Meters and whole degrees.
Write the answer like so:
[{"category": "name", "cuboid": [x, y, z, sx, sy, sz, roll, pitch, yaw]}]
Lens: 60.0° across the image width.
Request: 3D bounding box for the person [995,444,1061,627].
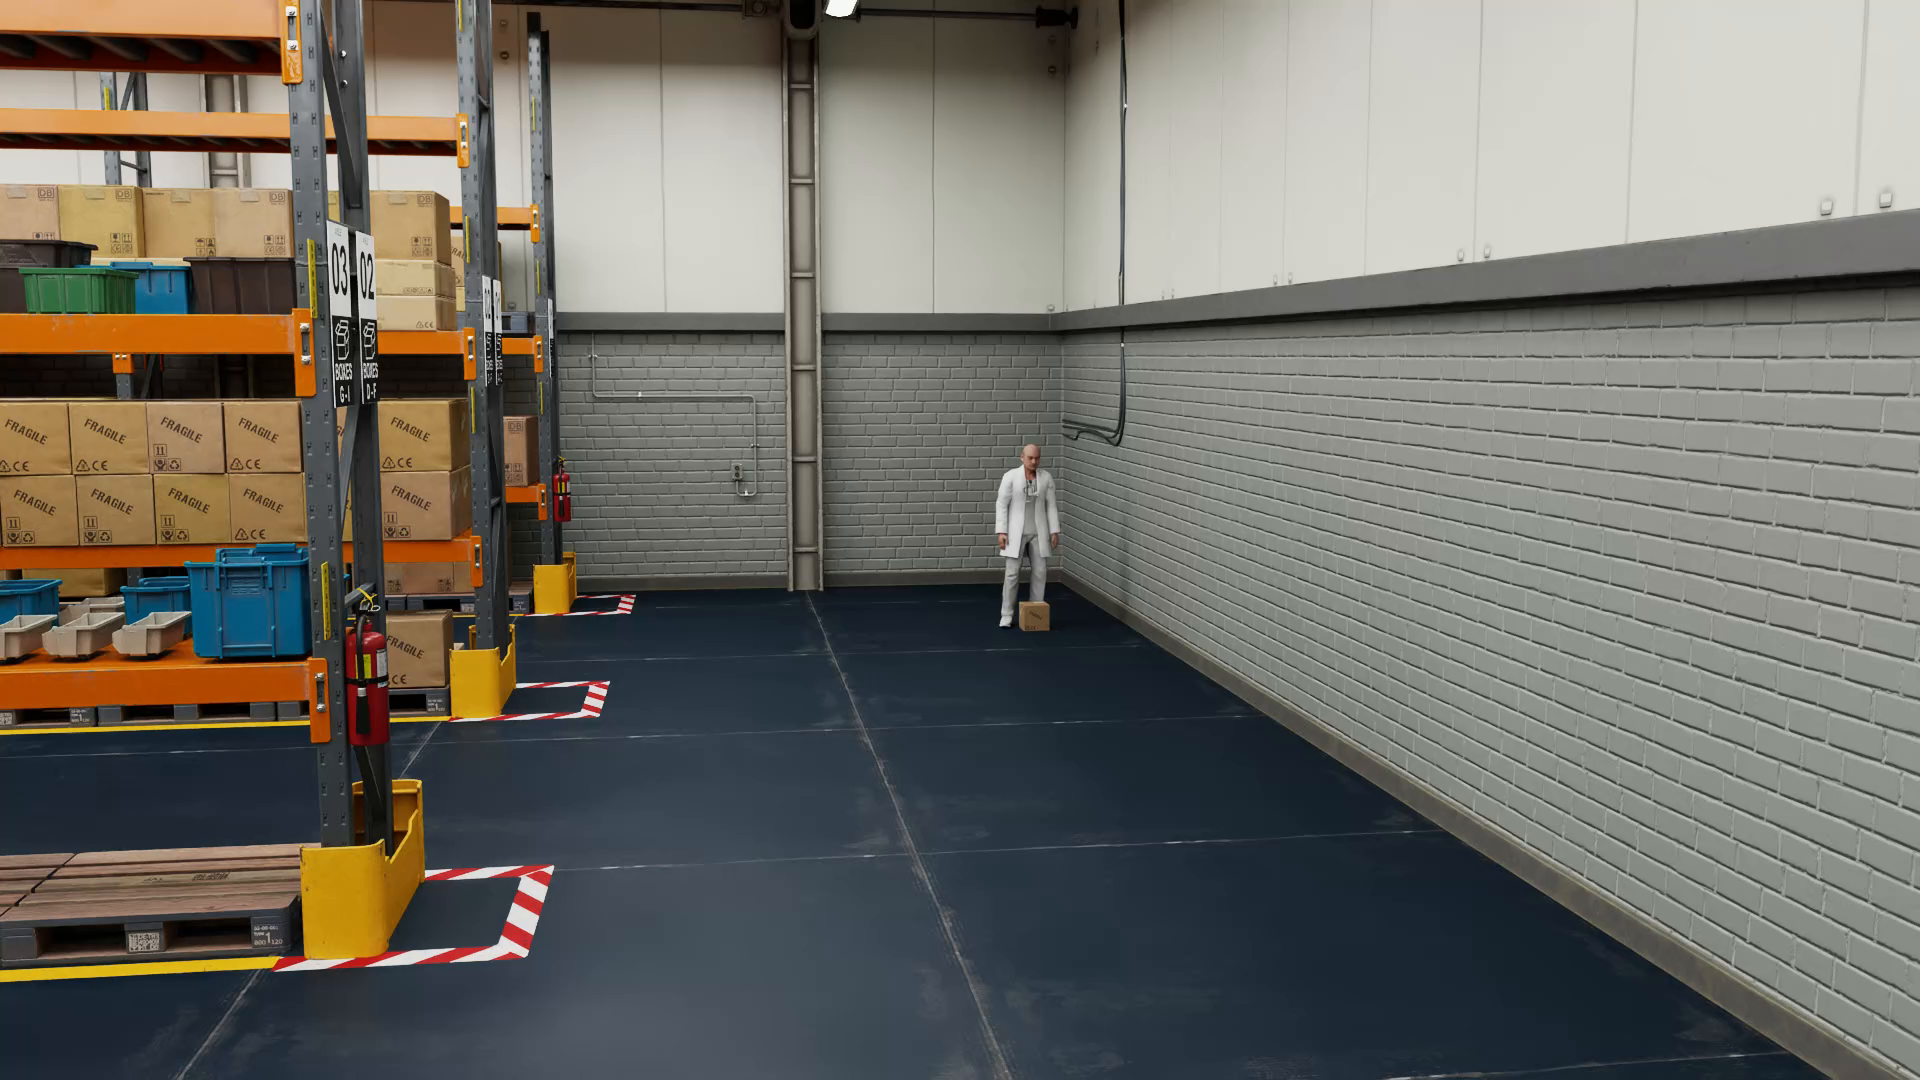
[{"category": "person", "cuboid": [0.663, -0.049, 16.209, 0.655, 1.775, 0.422, -1, 6, -11]}]
